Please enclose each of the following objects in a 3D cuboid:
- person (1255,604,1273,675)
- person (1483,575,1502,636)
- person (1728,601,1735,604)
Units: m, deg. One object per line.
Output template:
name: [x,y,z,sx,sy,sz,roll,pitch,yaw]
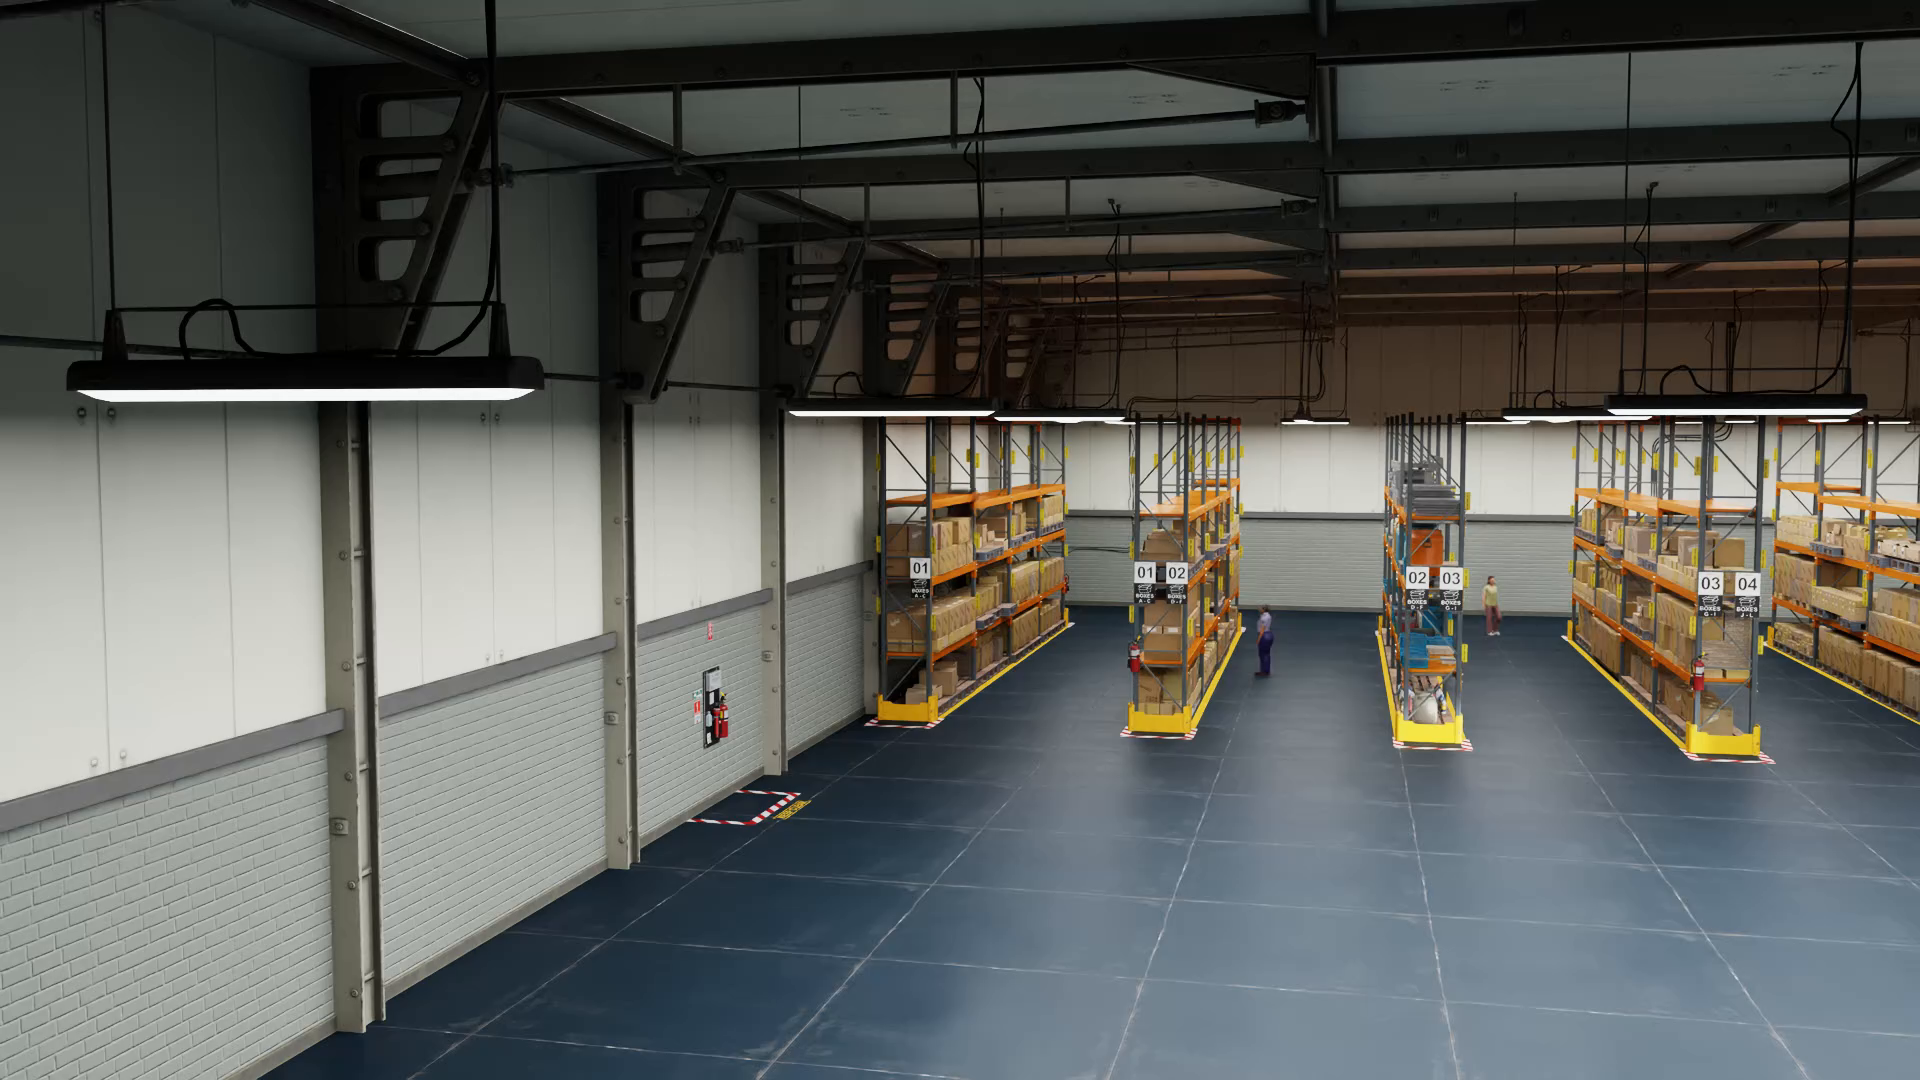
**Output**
person: [7.006,2.307,38.374,0.386,1.643,0.484,2,4,21]
person: [14.627,1.800,45.766,0.555,1.670,0.393,-1,4,-13]
person: [20.190,1.979,43.787,0.470,1.546,0.545,2,4,25]
